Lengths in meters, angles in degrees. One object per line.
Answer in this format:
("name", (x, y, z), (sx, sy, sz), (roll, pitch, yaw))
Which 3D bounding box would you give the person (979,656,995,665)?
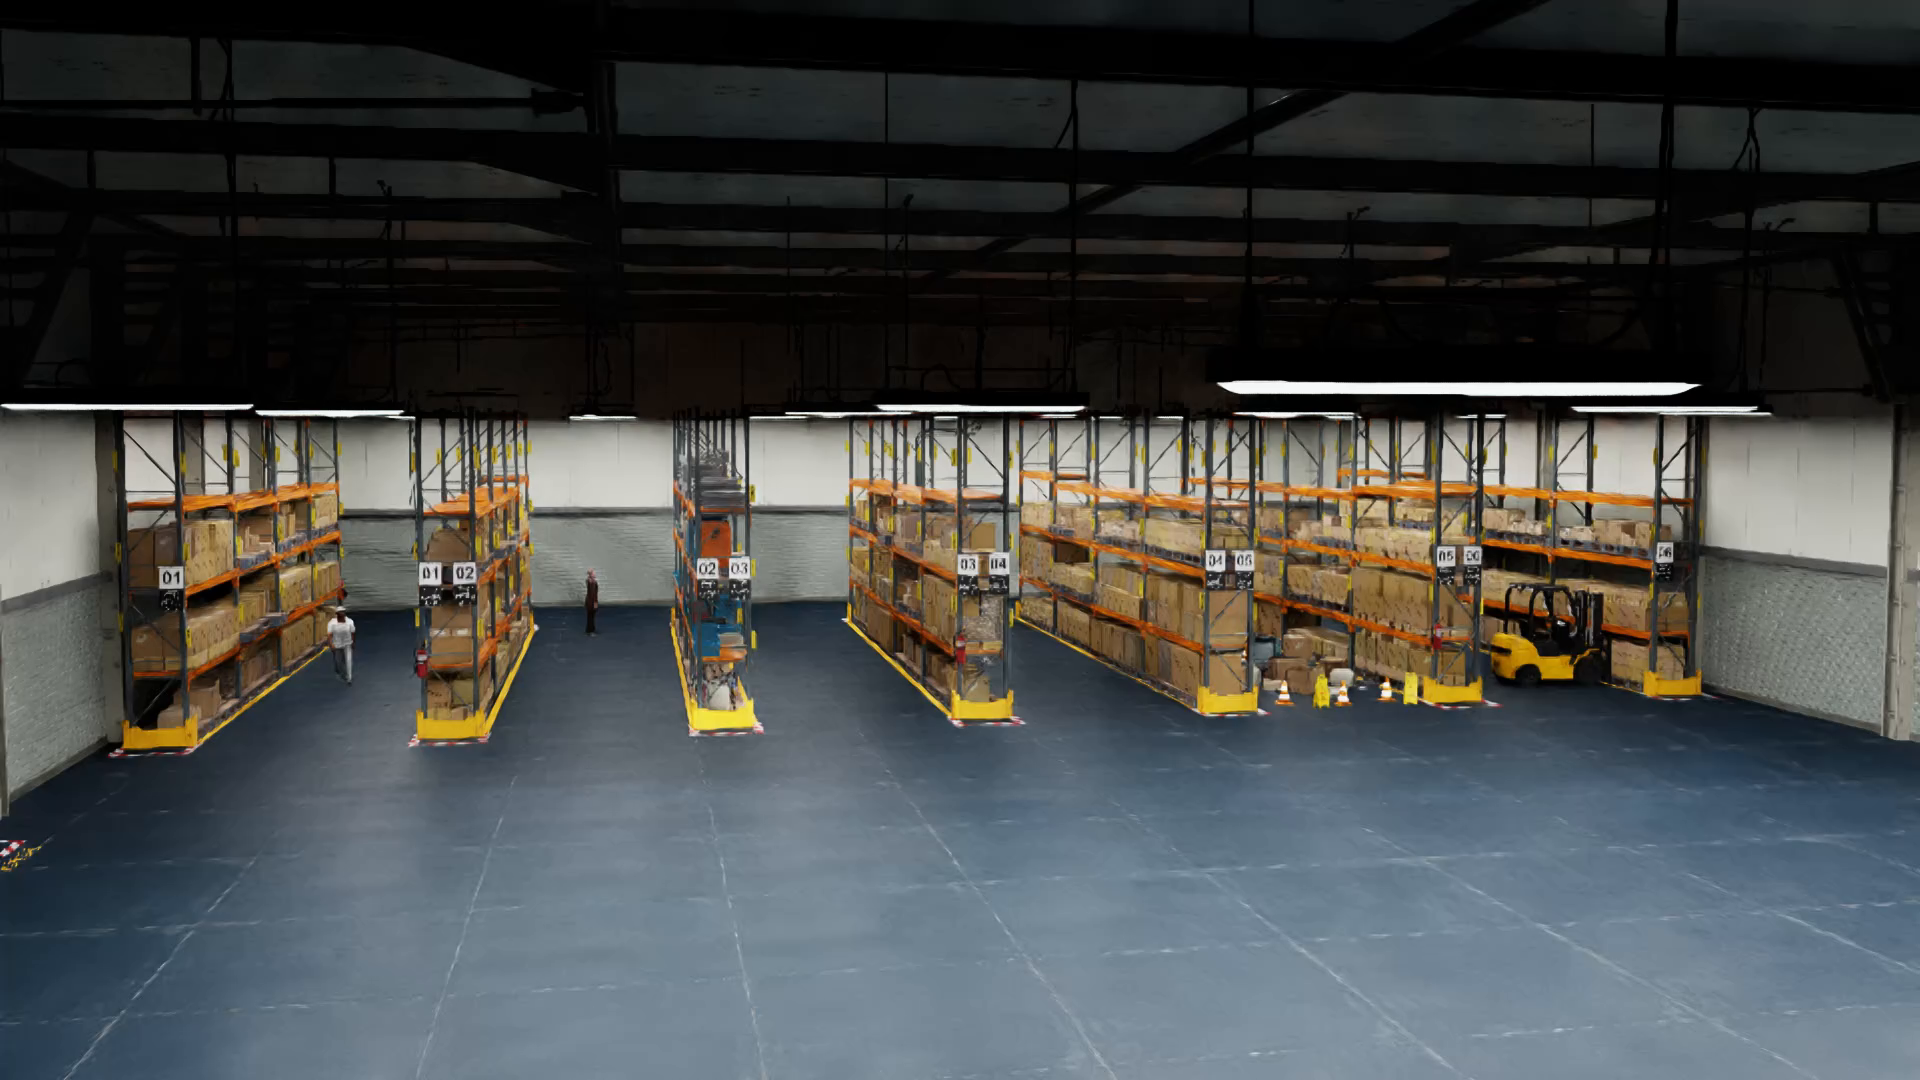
("person", (0.618, 2.020, 39.279), (0.468, 1.787, 0.625), (-3, 5, -37))

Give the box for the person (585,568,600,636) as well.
("person", (-9.842, 1.646, 44.568), (0.446, 1.782, 0.670), (-2, 4, -21))

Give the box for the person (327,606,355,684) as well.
("person", (-13.510, 2.279, 36.317), (0.569, 1.709, 1.034), (-1, 4, -20))
